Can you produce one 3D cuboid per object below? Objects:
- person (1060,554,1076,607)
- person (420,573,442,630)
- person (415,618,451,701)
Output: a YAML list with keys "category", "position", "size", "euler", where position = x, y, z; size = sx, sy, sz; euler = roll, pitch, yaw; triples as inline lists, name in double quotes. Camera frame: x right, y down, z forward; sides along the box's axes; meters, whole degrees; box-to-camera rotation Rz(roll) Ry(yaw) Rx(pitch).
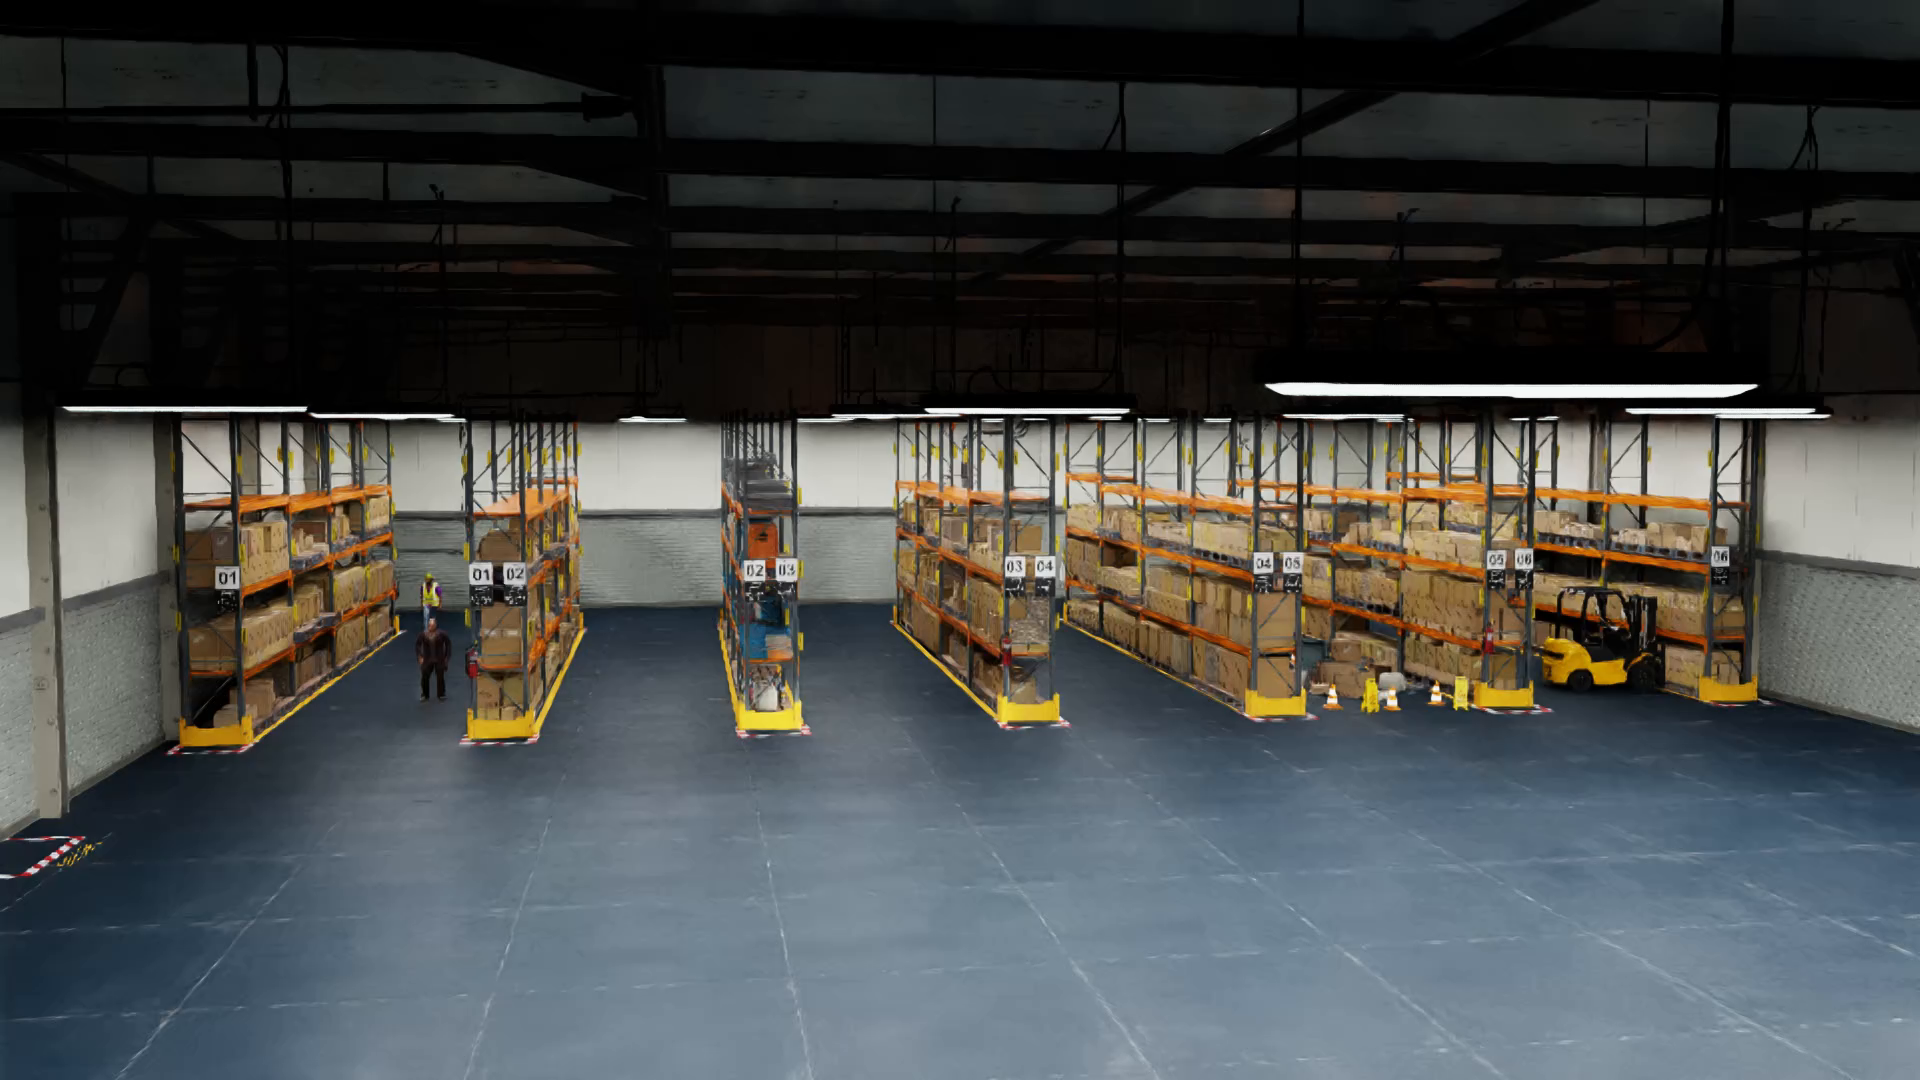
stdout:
- category: "person"
  position: [3.375, 1.248, 51.396]
  size: [0.467, 1.762, 0.698]
  euler: [-3, 5, -40]
- category: "person"
  position: [-14.254, 1.743, 44.810]
  size: [0.589, 1.716, 1.038]
  euler: [-1, 4, -11]
- category: "person"
  position: [-10.875, 2.467, 34.339]
  size: [0.729, 1.733, 0.546]
  euler: [-1, 4, -11]
